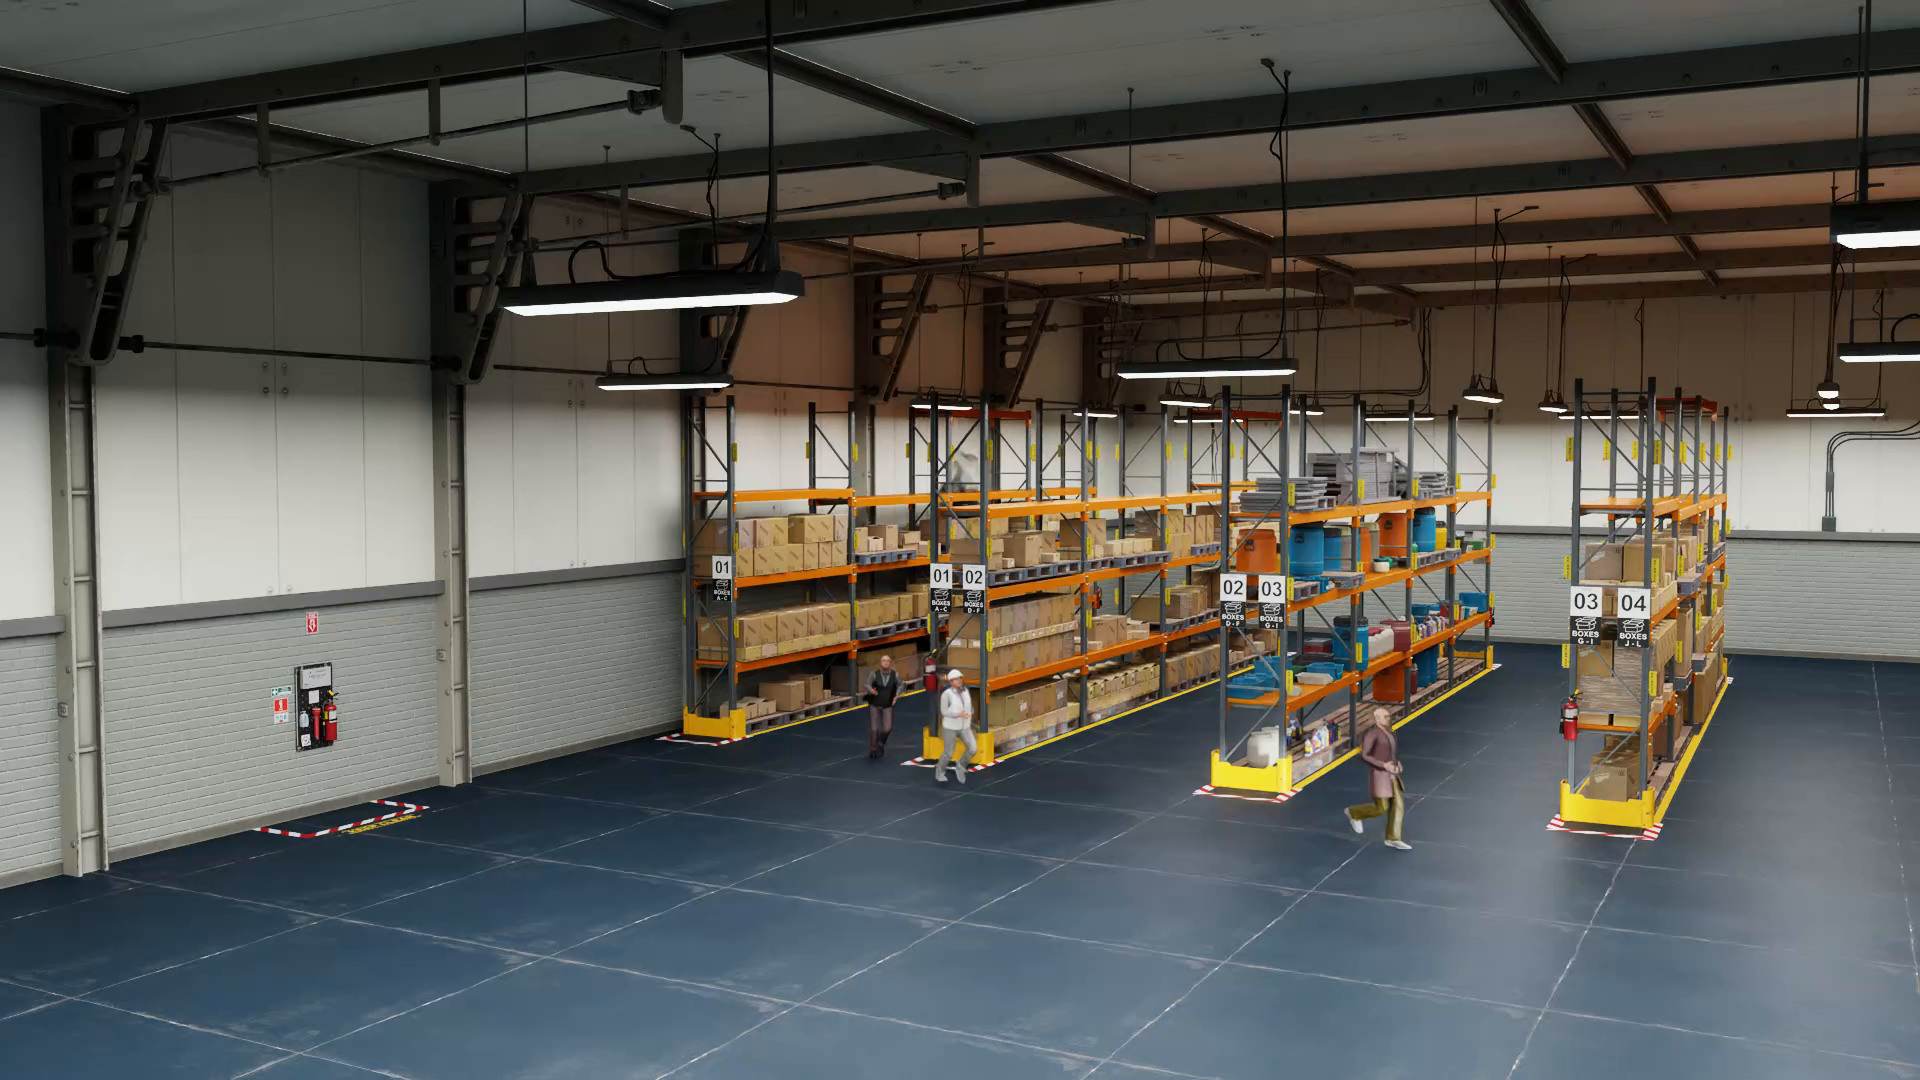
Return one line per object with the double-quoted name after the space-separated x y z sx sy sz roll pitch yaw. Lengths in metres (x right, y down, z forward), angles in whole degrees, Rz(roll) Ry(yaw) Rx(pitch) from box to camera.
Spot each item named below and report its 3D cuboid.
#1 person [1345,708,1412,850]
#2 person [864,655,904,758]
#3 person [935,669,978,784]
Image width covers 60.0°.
5.351 3.014 21.157 0.711 1.764 0.923 -3 4 -42 "person"
-1.240 2.732 27.152 0.669 1.688 0.641 0 3 -3 "person"
-0.030 2.797 24.933 0.672 1.737 0.838 -2 4 -33 "person"
